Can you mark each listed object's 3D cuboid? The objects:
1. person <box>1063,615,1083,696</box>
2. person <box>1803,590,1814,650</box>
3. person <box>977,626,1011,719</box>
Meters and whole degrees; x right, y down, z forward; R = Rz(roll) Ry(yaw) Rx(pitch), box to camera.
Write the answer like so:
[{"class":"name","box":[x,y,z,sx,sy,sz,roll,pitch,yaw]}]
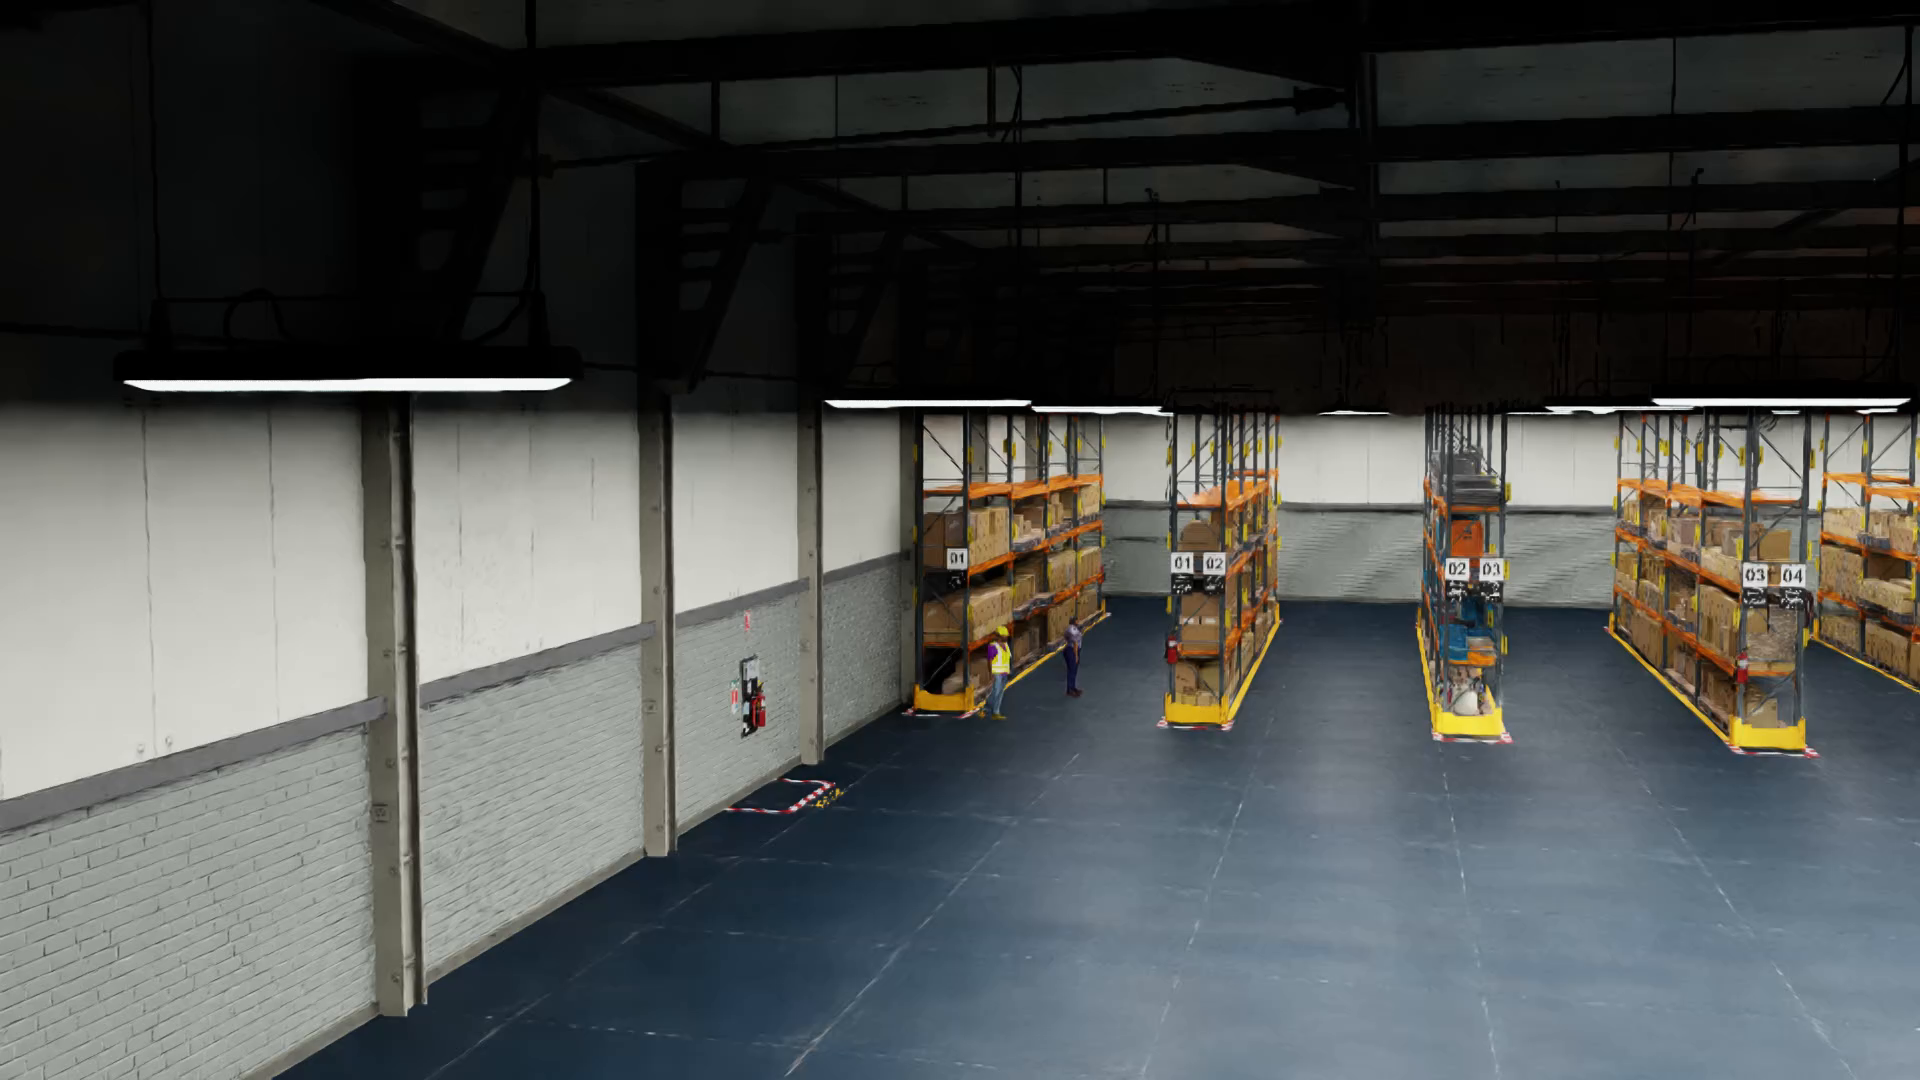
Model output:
[{"class":"person","box":[2.357,2.359,34.279,0.431,1.652,0.527,-1,4,-14]},{"class":"person","box":[20.608,1.892,40.917,0.724,1.631,0.546,1,4,13]},{"class":"person","box":[0.664,2.512,31.429,0.464,1.756,0.711,4,6,42]}]
